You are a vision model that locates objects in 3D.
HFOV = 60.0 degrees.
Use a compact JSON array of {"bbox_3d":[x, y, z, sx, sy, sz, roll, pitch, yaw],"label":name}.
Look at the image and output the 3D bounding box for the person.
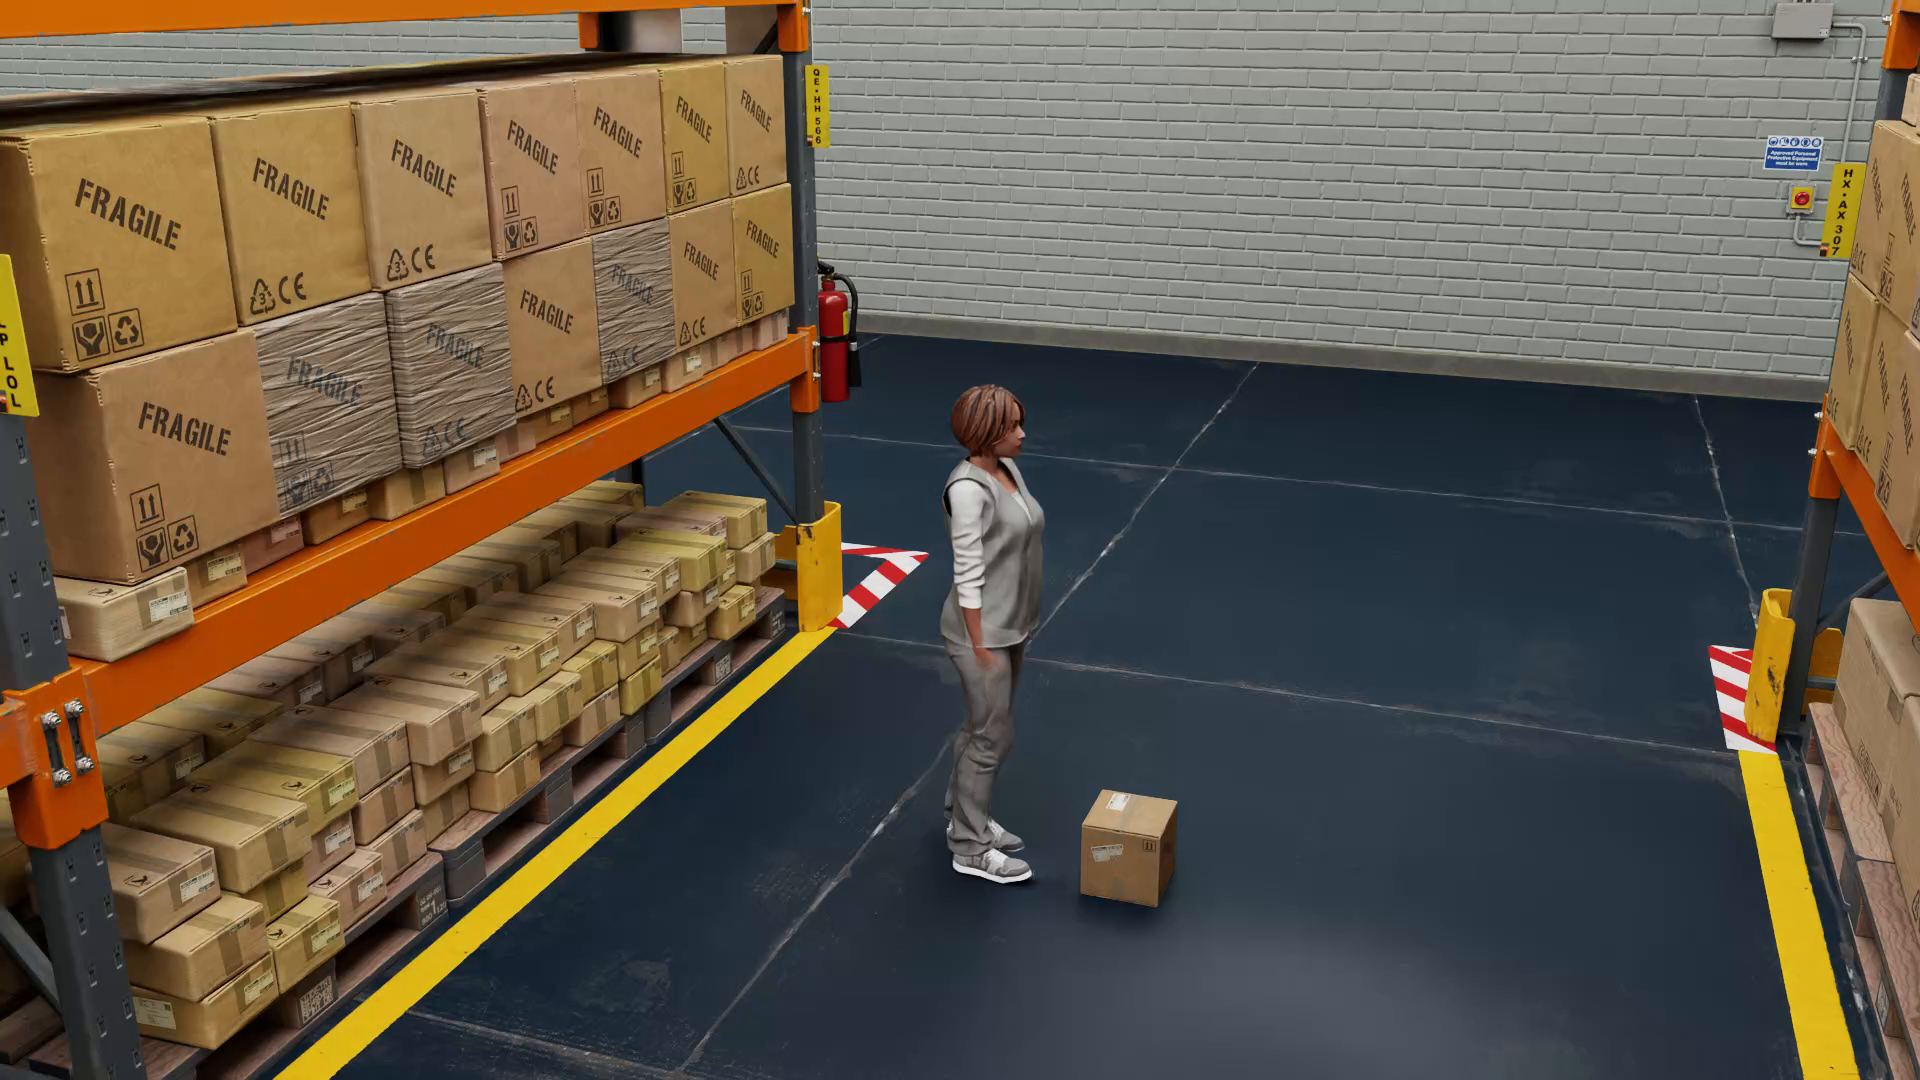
[{"bbox_3d":[0.096,0.310,5.238,0.369,1.609,0.409,7,20,19],"label":"person"}]
